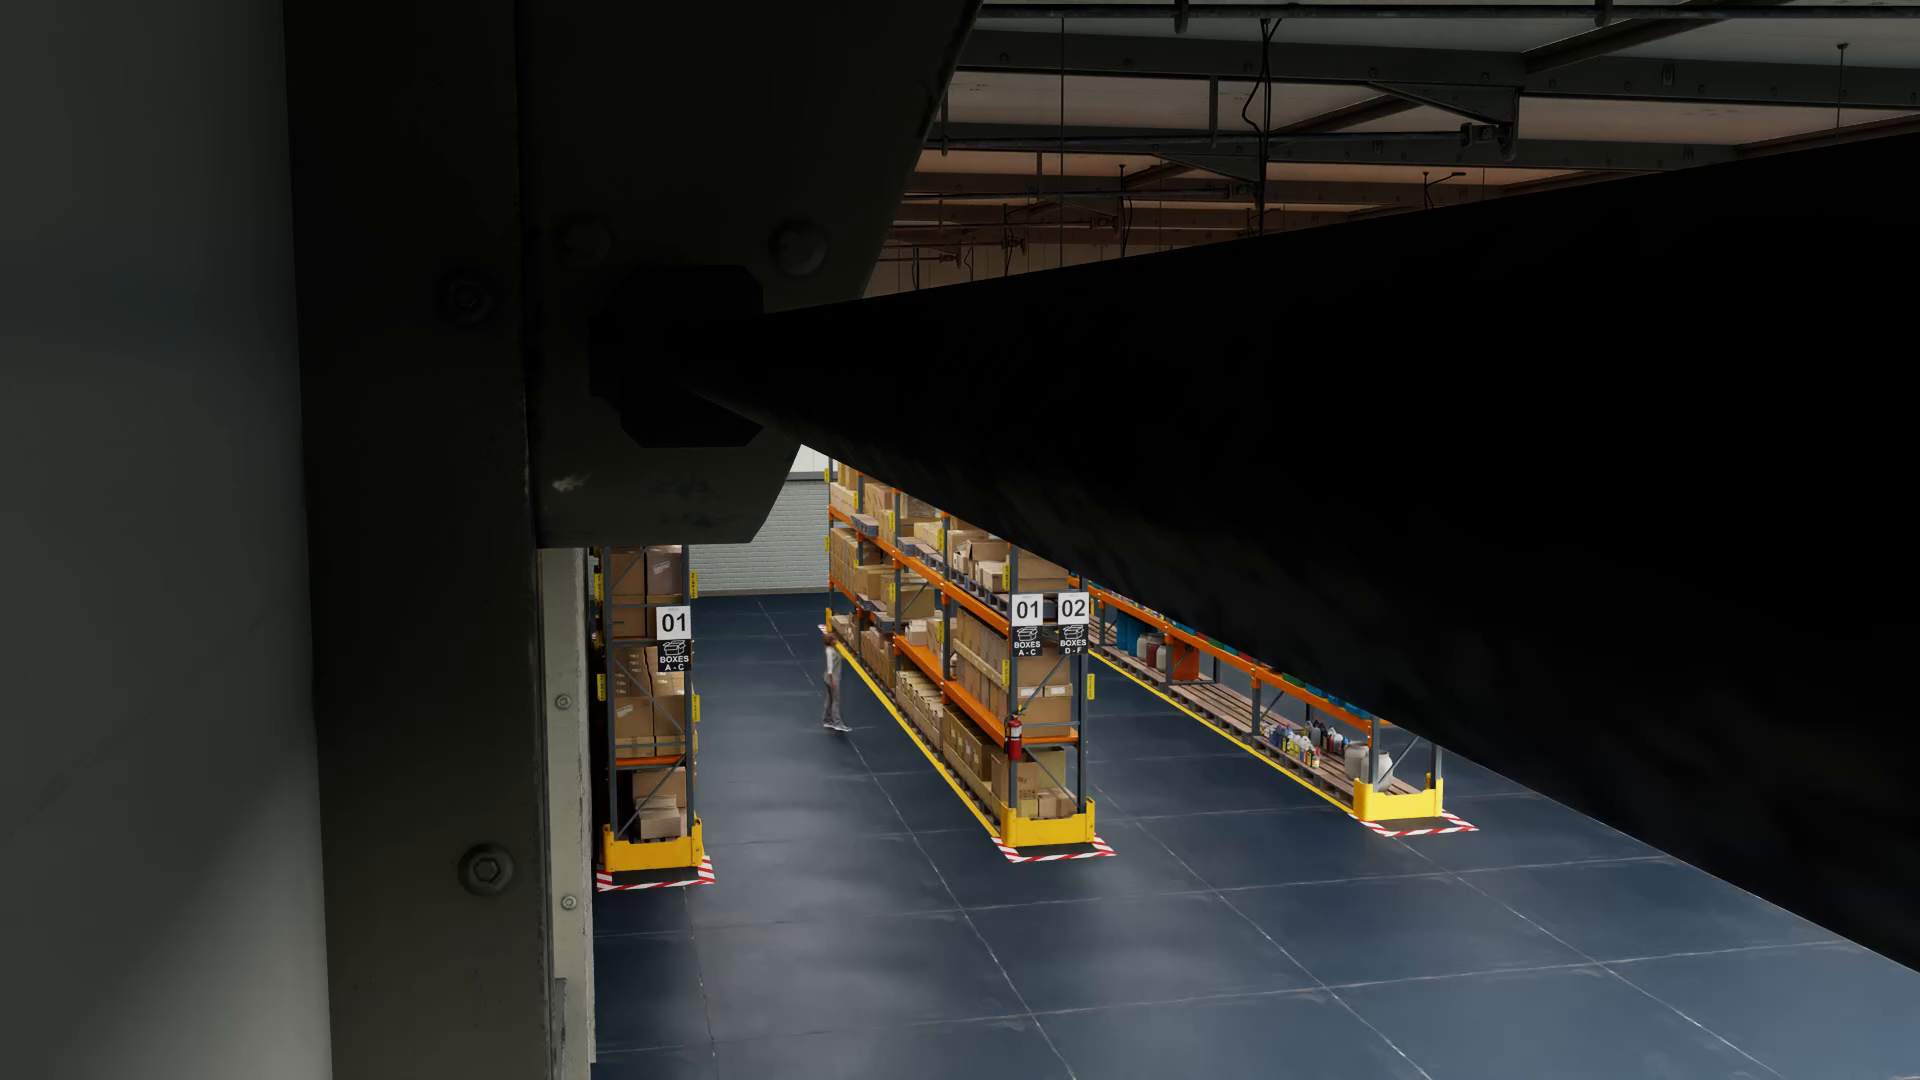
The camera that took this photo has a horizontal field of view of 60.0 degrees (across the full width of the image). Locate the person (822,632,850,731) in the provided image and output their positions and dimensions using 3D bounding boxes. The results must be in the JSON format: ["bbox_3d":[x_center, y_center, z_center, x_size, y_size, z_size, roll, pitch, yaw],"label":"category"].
[{"bbox_3d":[-2.034,2.314,27.210,0.505,1.607,0.477,1,7,8],"label":"person"}]
